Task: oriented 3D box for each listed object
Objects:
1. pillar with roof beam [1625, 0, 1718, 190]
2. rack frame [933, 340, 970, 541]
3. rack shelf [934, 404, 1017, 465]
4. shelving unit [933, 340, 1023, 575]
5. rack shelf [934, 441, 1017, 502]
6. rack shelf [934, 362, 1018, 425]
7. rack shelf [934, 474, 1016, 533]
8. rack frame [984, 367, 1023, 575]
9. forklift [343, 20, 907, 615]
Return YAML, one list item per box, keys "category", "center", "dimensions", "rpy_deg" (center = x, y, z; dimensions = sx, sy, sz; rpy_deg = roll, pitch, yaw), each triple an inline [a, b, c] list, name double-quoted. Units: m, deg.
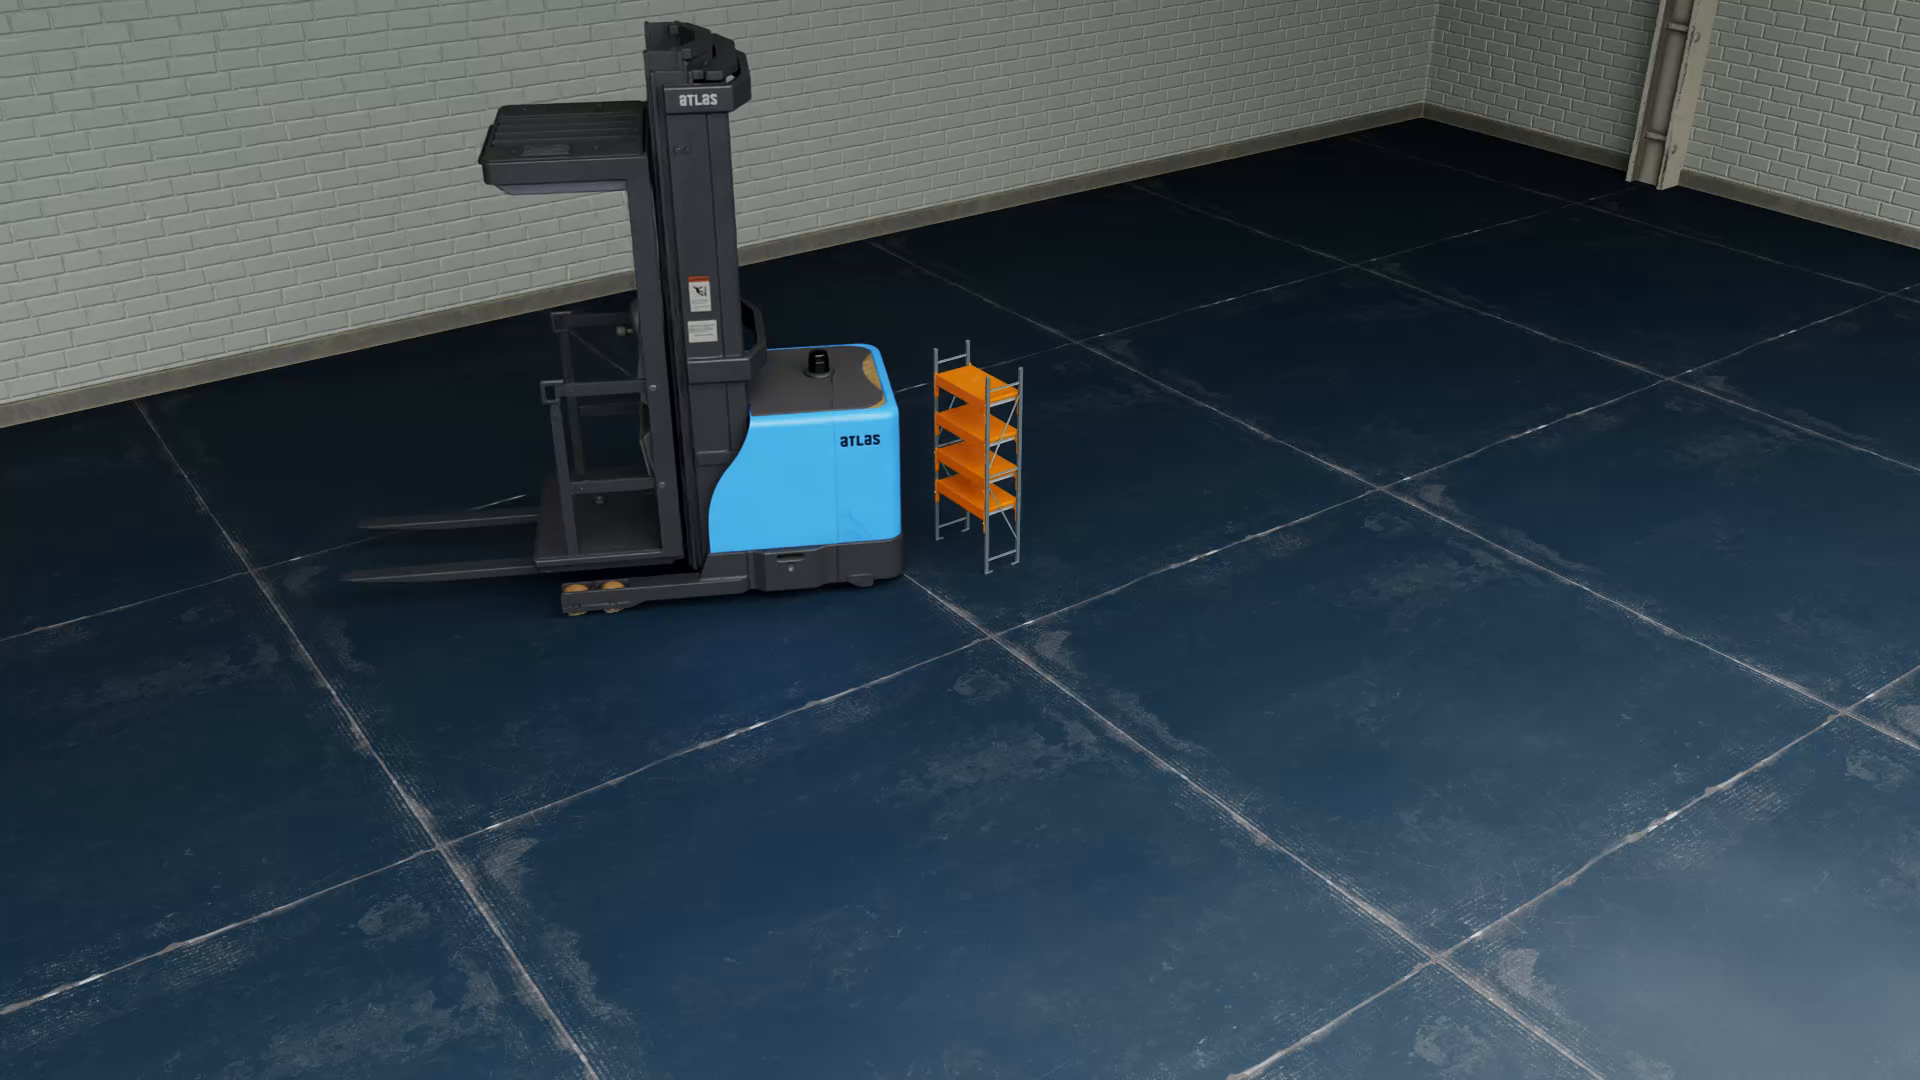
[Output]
- category: "pillar with roof beam"
  center: [3.213, -6.235, 11.801]
  dimensions: [9.100, 9.000, 0.400]
  rpy_deg: [-19, 34, -31]
- category: "rack frame"
  center: [-0.046, -0.558, 9.520]
  dimensions: [0.240, 1.200, 0.015]
  rpy_deg: [-19, 34, -31]
- category: "rack shelf"
  center: [0.096, -0.600, 9.270]
  dimensions: [0.258, 0.148, 0.480]
  rpy_deg: [-19, 34, -31]
- category: "shelving unit"
  center: [0.096, -0.463, 9.345]
  dimensions: [0.258, 1.200, 0.503]
  rpy_deg: [-19, 34, -31]
- category: "rack shelf"
  center: [0.096, -0.404, 9.377]
  dimensions: [0.258, 0.148, 0.480]
  rpy_deg: [-19, 34, -31]
- category: "rack shelf"
  center: [0.096, -0.808, 9.158]
  dimensions: [0.258, 0.148, 0.480]
  rpy_deg: [-19, 34, -31]
- category: "rack shelf"
  center: [0.096, -0.229, 9.472]
  dimensions: [0.258, 0.148, 0.480]
  rpy_deg: [-19, 34, -31]
- category: "rack frame"
  center: [0.238, -0.368, 9.170]
  dimensions: [0.240, 1.200, 0.015]
  rpy_deg: [-19, 34, -31]
- category: "forklift"
  center: [-1.859, -1.152, 8.800]
  dimensions: [3.031, 2.935, 1.130]
  rpy_deg: [-4, 29, -8]
